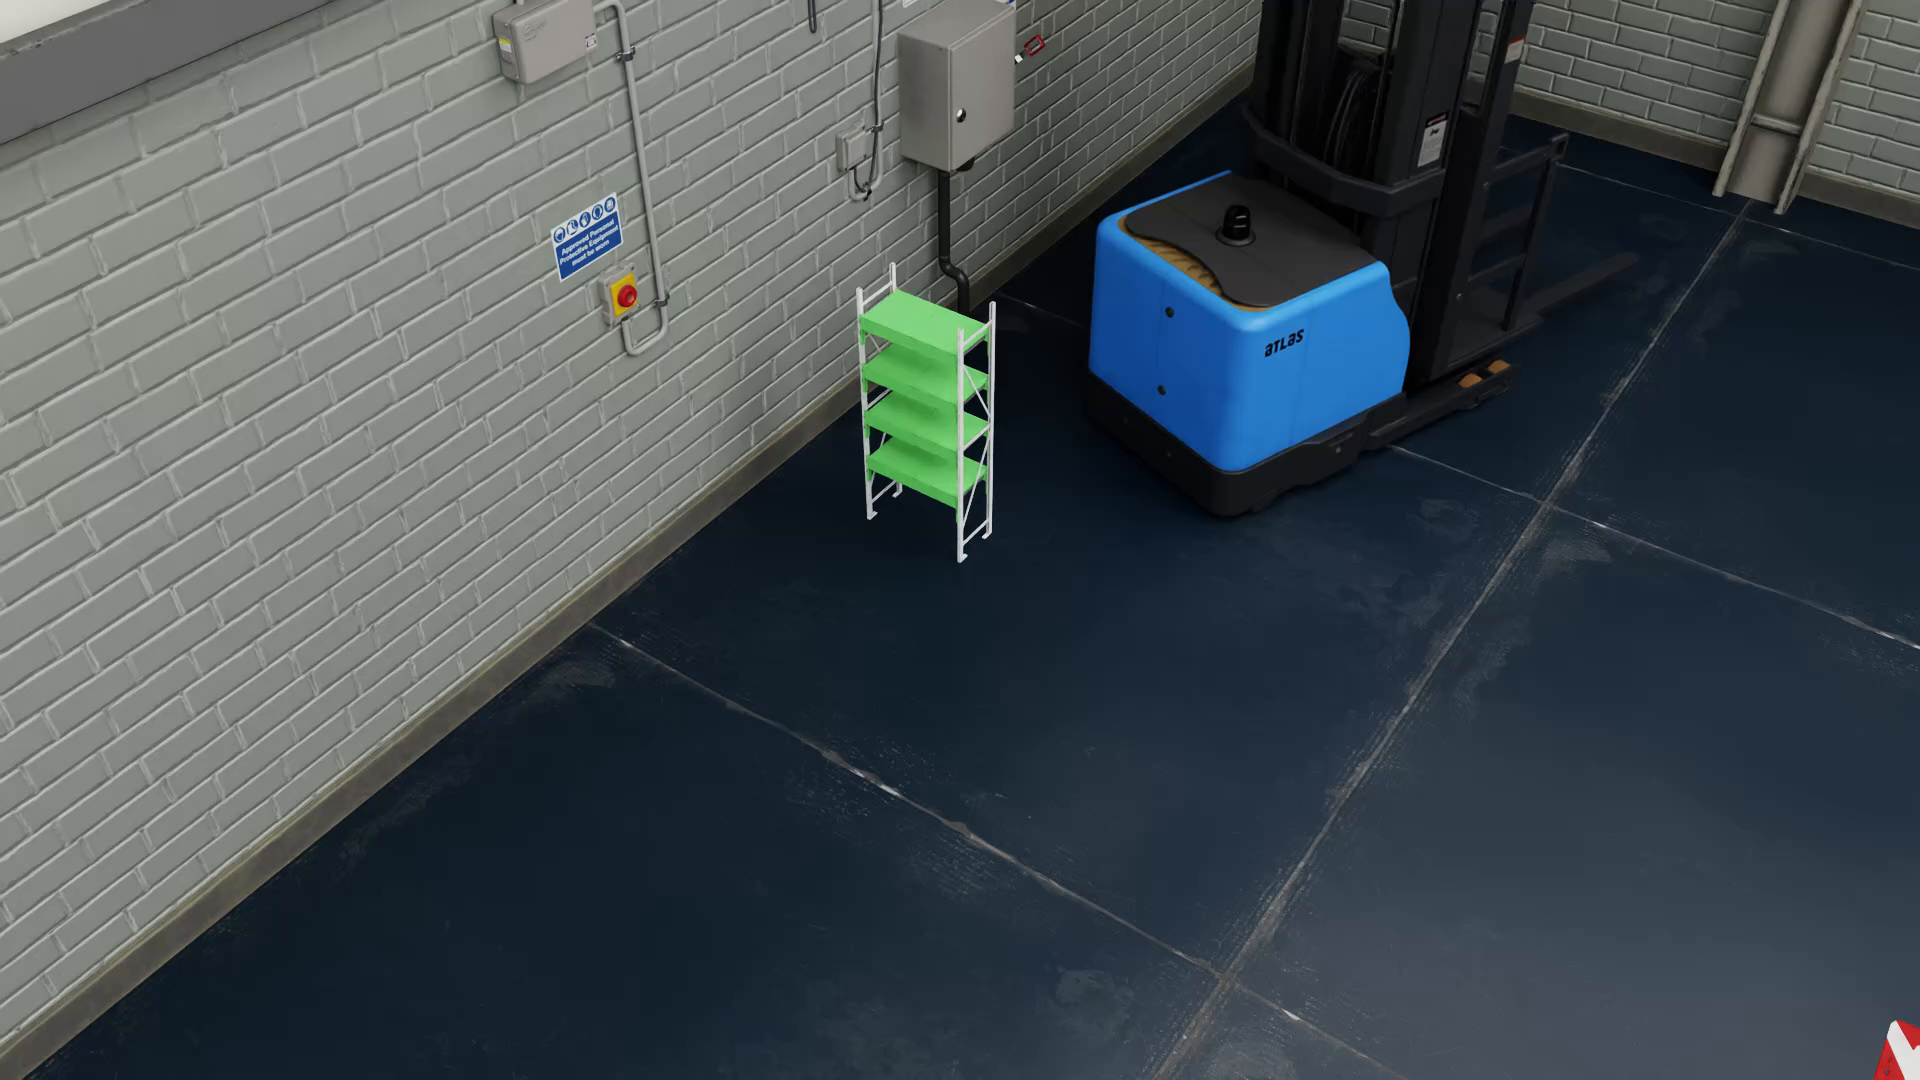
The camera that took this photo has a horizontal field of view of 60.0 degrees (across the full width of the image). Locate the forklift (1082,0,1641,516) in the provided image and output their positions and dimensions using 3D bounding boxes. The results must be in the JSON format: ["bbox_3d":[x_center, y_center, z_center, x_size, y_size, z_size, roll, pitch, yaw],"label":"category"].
[{"bbox_3d":[2.075,-1.983,7.268,3.031,2.935,1.130,-25,48,-25],"label":"forklift"}]

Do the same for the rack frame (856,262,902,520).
[{"bbox_3d":[-0.335,-0.604,7.025,0.015,1.200,0.240,25,48,25],"label":"rack frame"}]

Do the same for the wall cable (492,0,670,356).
[{"bbox_3d":[-1.270,-1.391,5.769,0.123,1.953,0.585,25,48,25],"label":"wall cable"}]

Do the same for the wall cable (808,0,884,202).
[{"bbox_3d":[-0.465,-2.158,6.650,0.122,1.984,0.588,25,48,25],"label":"wall cable"}]

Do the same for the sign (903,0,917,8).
[{"bbox_3d":[-0.146,-2.448,7.117,0.001,0.242,0.339,25,48,25],"label":"sign"}]

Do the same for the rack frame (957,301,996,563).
[{"bbox_3d":[0.064,-0.417,6.816,0.015,1.200,0.240,25,48,25],"label":"rack frame"}]

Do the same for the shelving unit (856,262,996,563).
[{"bbox_3d":[-0.136,-0.511,6.921,0.503,1.200,0.258,25,48,25],"label":"shelving unit"}]

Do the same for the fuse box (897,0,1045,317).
[{"bbox_3d":[0.056,-1.611,7.767,0.414,1.711,0.539,25,48,25],"label":"fuse box"}]

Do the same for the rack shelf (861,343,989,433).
[{"bbox_3d":[-0.136,-0.642,6.803,0.480,0.148,0.258,25,48,25],"label":"rack shelf"}]

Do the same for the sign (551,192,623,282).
[{"bbox_3d":[-1.348,-1.098,6.025,0.001,0.218,0.327,25,48,25],"label":"sign"}]

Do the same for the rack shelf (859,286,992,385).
[{"bbox_3d":[-0.136,-0.821,6.643,0.480,0.148,0.258,25,48,25],"label":"rack shelf"}]

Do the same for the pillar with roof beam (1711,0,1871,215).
[{"bbox_3d":[2.045,-2.975,3.827,0.400,9.000,9.100,25,48,25],"label":"pillar with roof beam"}]

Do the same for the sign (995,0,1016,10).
[{"bbox_3d":[0.170,-2.405,7.759,0.001,0.494,0.329,25,48,25],"label":"sign"}]

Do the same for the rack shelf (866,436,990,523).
[{"bbox_3d":[-0.136,-0.284,7.123,0.480,0.148,0.258,25,48,25],"label":"rack shelf"}]

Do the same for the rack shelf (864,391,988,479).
[{"bbox_3d":[-0.136,-0.463,6.963,0.480,0.148,0.258,25,48,25],"label":"rack shelf"}]
